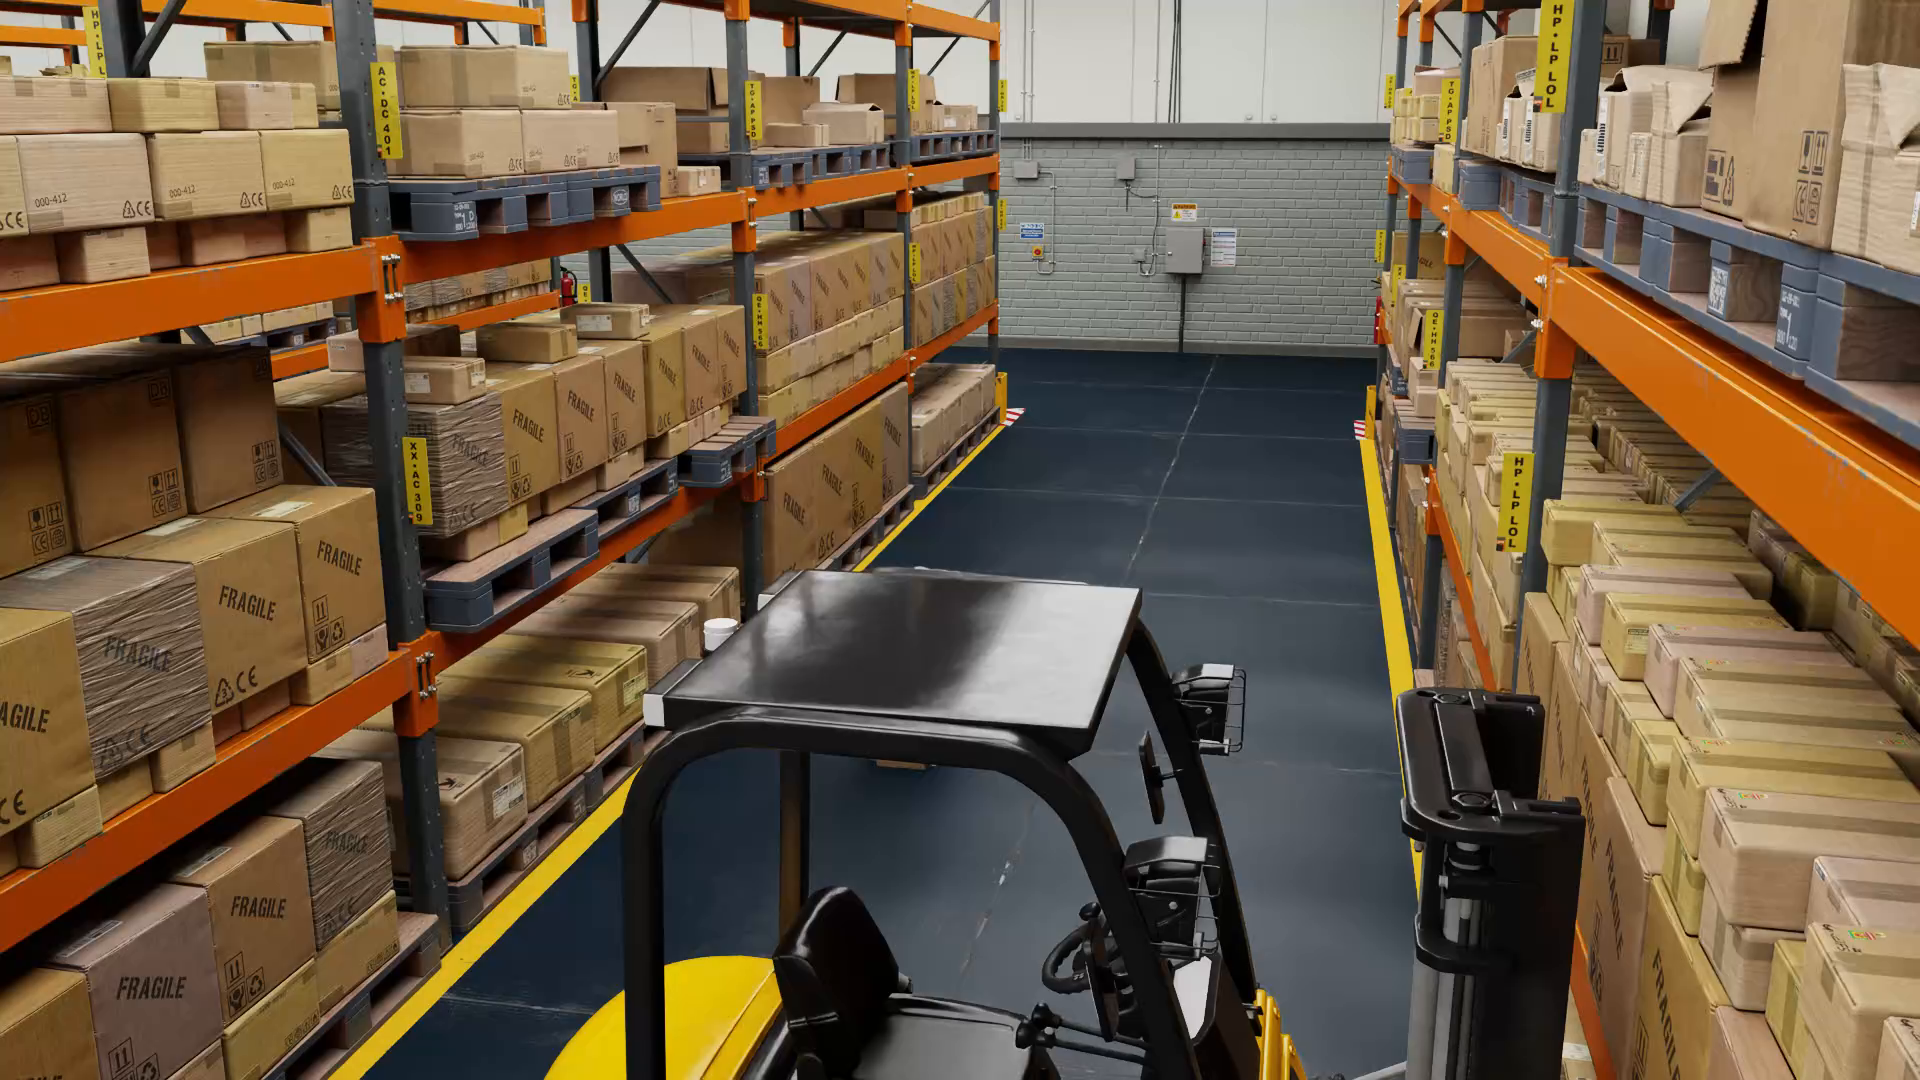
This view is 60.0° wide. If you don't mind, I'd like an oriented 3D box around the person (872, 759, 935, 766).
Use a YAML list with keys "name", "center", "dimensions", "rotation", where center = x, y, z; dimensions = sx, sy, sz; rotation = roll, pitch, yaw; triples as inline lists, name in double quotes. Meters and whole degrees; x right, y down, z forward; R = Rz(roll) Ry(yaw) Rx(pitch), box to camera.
- name: "person"
  center: [-0.209, 0.711, 8.795]
  dimensions: [0.518, 0.797, 0.954]
  rotation: [3, 15, 10]
